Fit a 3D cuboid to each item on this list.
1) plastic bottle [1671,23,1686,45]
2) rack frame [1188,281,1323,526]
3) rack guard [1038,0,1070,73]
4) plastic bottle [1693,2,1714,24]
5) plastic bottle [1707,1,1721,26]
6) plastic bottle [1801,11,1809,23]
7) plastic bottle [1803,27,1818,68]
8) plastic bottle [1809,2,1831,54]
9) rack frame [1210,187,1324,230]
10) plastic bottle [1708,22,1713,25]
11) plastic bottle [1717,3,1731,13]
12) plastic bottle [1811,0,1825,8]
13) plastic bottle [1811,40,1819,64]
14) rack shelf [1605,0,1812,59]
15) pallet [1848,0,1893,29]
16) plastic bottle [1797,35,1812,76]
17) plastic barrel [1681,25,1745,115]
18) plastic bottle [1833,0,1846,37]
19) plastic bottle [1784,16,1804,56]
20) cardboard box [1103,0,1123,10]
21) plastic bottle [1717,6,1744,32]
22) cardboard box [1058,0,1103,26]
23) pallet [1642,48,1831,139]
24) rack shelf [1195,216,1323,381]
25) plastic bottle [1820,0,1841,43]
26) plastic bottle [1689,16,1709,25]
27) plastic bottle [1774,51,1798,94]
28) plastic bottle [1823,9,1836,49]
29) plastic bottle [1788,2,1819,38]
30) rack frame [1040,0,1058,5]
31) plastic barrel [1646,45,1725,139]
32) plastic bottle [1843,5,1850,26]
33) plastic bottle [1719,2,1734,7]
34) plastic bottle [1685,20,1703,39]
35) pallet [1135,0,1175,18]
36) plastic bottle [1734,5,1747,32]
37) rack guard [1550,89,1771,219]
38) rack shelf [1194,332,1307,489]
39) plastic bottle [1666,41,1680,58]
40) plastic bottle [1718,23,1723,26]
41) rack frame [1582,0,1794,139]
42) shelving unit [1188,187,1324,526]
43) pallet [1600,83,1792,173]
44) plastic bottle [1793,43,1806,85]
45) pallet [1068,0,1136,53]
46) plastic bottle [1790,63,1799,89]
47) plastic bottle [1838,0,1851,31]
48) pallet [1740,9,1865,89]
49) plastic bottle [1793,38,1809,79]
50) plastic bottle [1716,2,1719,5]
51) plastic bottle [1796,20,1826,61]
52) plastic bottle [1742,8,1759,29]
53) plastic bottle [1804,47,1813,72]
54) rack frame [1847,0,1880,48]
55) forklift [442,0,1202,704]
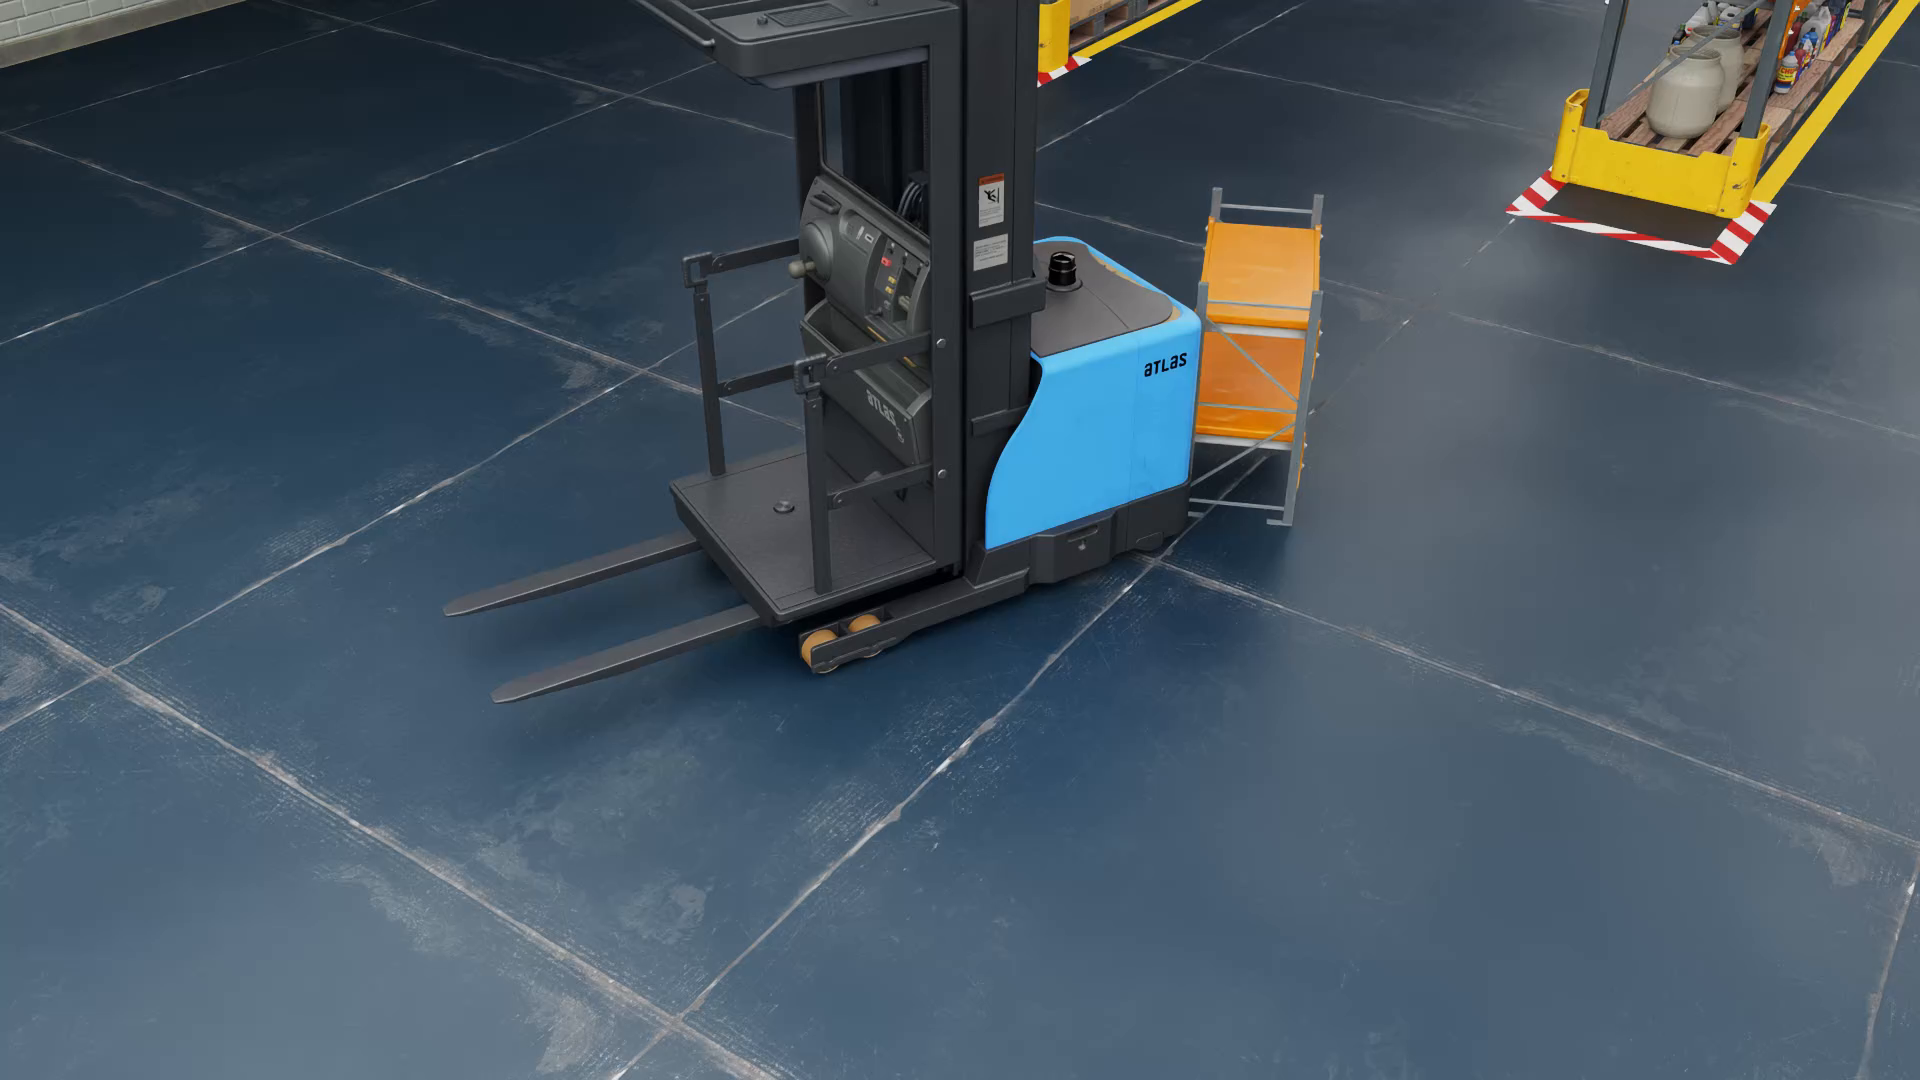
[{"bbox_3d":[5.086,-3.508,11.792,0.061,0.283,0.133,22,40,29],"label":"plastic bottle"},{"bbox_3d":[1.221,-0.560,7.073,0.500,1.125,0.032,6,35,9],"label":"rack frame"},{"bbox_3d":[0.267,-3.944,12.635,1.175,0.500,0.348,21,39,28],"label":"rack guard"},{"bbox_3d":[5.371,-3.725,12.053,0.144,0.351,0.185,23,40,30],"label":"plastic bottle"},{"bbox_3d":[5.477,-3.811,12.179,0.144,0.351,0.185,21,39,28],"label":"plastic bottle"},{"bbox_3d":[6.105,-3.700,12.075,0.061,0.283,0.133,21,39,28],"label":"plastic bottle"},{"bbox_3d":[6.005,-3.490,11.776,0.097,0.271,0.097,0,34,0],"label":"plastic bottle"},{"bbox_3d":[6.204,-3.707,12.025,0.144,0.351,0.185,21,39,28],"label":"plastic bottle"},{"bbox_3d":[1.405,-1.120,7.901,0.500,1.125,0.032,6,35,9],"label":"rack frame"},{"bbox_3d":[5.288,-3.522,11.813,0.061,0.283,0.133,21,39,28],"label":"plastic bottle"},{"bbox_3d":[5.666,-3.894,12.373,0.097,0.271,0.097,0,34,0],"label":"plastic bottle"},{"bbox_3d":[6.379,-3.990,12.444,0.144,0.351,0.185,21,39,28],"label":"plastic bottle"},{"bbox_3d":[6.063,-3.508,11.865,0.097,0.201,0.097,0,34,0],"label":"plastic bottle"},{"bbox_3d":[5.488,-4.029,11.172,1.077,0.370,4.000,21,39,28],"label":"rack shelf"},{"bbox_3d":[7.044,-4.466,13.665,1.003,0.211,1.213,21,39,28],"label":"pallet"},{"bbox_3d":[5.890,-3.397,11.638,0.097,0.271,0.097,0,34,0],"label":"plastic bottle"},{"bbox_3d":[4.946,-3.108,11.014,0.421,0.512,0.421,0,34,0],"label":"plastic barrel"},{"bbox_3d":[6.498,-3.944,12.376,0.144,0.351,0.185,20,39,27],"label":"plastic bottle"},{"bbox_3d":[6.020,-3.639,11.985,0.061,0.283,0.133,21,39,28],"label":"plastic bottle"},{"bbox_3d":[1.051,-4.432,13.206,0.500,0.250,0.500,21,39,28],"label":"cardboard box"},{"bbox_3d":[5.613,-3.744,12.147,0.152,0.276,0.135,21,39,28],"label":"plastic bottle"},{"bbox_3d":[0.769,-4.201,12.864,0.500,0.250,0.500,21,39,28],"label":"cardboard box"},{"bbox_3d":[5.516,-3.232,11.841,1.003,0.211,1.213,21,39,28],"label":"pallet"},{"bbox_3d":[1.313,-1.082,7.323,0.538,0.278,1.000,6,35,9],"label":"rack shelf"},{"bbox_3d":[6.388,-3.855,12.245,0.144,0.351,0.185,19,39,26],"label":"plastic bottle"},{"bbox_3d":[5.280,-3.617,11.959,0.152,0.276,0.135,20,39,27],"label":"plastic bottle"},{"bbox_3d":[5.637,-3.193,11.337,0.097,0.271,0.097,0,34,0],"label":"plastic bottle"},{"bbox_3d":[6.330,-3.739,12.134,0.061,0.283,0.133,24,41,31],"label":"plastic bottle"},{"bbox_3d":[6.252,-3.860,12.319,0.152,0.276,0.135,21,39,28],"label":"plastic bottle"},{"bbox_3d":[0.280,-4.990,11.951,1.000,3.000,0.127,21,39,28],"label":"rack frame"},{"bbox_3d":[4.660,-2.877,10.673,0.421,0.512,0.421,0,34,0],"label":"plastic barrel"},{"bbox_3d":[6.677,-4.004,12.598,0.097,0.201,0.097,0,34,0],"label":"plastic bottle"},{"bbox_3d":[5.719,-4.006,12.468,0.144,0.351,0.185,20,39,26],"label":"plastic bottle"},{"bbox_3d":[5.201,-3.553,11.864,0.152,0.276,0.135,22,40,29],"label":"plastic bottle"},{"bbox_3d":[1.378,-4.760,14.100,1.003,0.211,1.213,21,39,28],"label":"pallet"},{"bbox_3d":[5.843,-3.955,12.463,0.097,0.271,0.097,0,34,0],"label":"plastic bottle"},{"bbox_3d":[4.352,-2.421,10.383,1.175,0.500,0.348,21,39,28],"label":"rack guard"},{"bbox_3d":[1.313,-0.637,7.624,0.538,0.278,1.000,6,35,9],"label":"rack shelf"},{"bbox_3d":[5.034,-3.415,11.727,0.097,0.201,0.097,0,34,0],"label":"plastic bottle"},{"bbox_3d":[5.495,-3.645,12.067,0.097,0.201,0.097,0,34,0],"label":"plastic bottle"},{"bbox_3d":[4.347,-3.406,9.609,1.000,3.000,0.127,21,39,28],"label":"rack frame"},{"bbox_3d":[1.313,-0.840,7.487,0.538,1.125,1.048,6,35,9],"label":"shelving unit"},{"bbox_3d":[4.820,-2.673,11.015,1.003,0.211,1.213,21,39,28],"label":"pallet"},{"bbox_3d":[5.781,-3.297,11.479,0.061,0.283,0.133,22,40,29],"label":"plastic bottle"},{"bbox_3d":[0.682,-4.200,13.273,1.003,0.211,1.213,21,39,28],"label":"pallet"},{"bbox_3d":[5.696,-3.212,11.427,0.097,0.201,0.097,0,34,0],"label":"plastic bottle"},{"bbox_3d":[6.625,-3.977,12.486,0.061,0.283,0.133,23,41,30],"label":"plastic bottle"},{"bbox_3d":[6.211,-3.796,12.675,1.003,0.211,1.213,21,39,28],"label":"pallet"},{"bbox_3d":[5.833,-3.351,11.570,0.097,0.271,0.097,0,34,0],"label":"plastic bottle"},{"bbox_3d":[5.591,-3.916,12.395,0.061,0.283,0.133,23,40,30],"label":"plastic bottle"},{"bbox_3d":[6.108,-3.602,11.938,0.152,0.276,0.135,22,40,29],"label":"plastic bottle"},{"bbox_3d":[5.945,-4.047,12.529,0.144,0.351,0.185,21,39,28],"label":"plastic bottle"},{"bbox_3d":[5.946,-3.414,11.725,0.097,0.201,0.097,0,34,0],"label":"plastic bottle"},{"bbox_3d":[6.628,-5.247,12.331,1.000,3.000,0.127,21,39,28],"label":"rack frame"},{"bbox_3d":[-0.543,-1.035,6.164,3.031,2.935,1.130,-18,38,-25],"label":"forklift"}]
